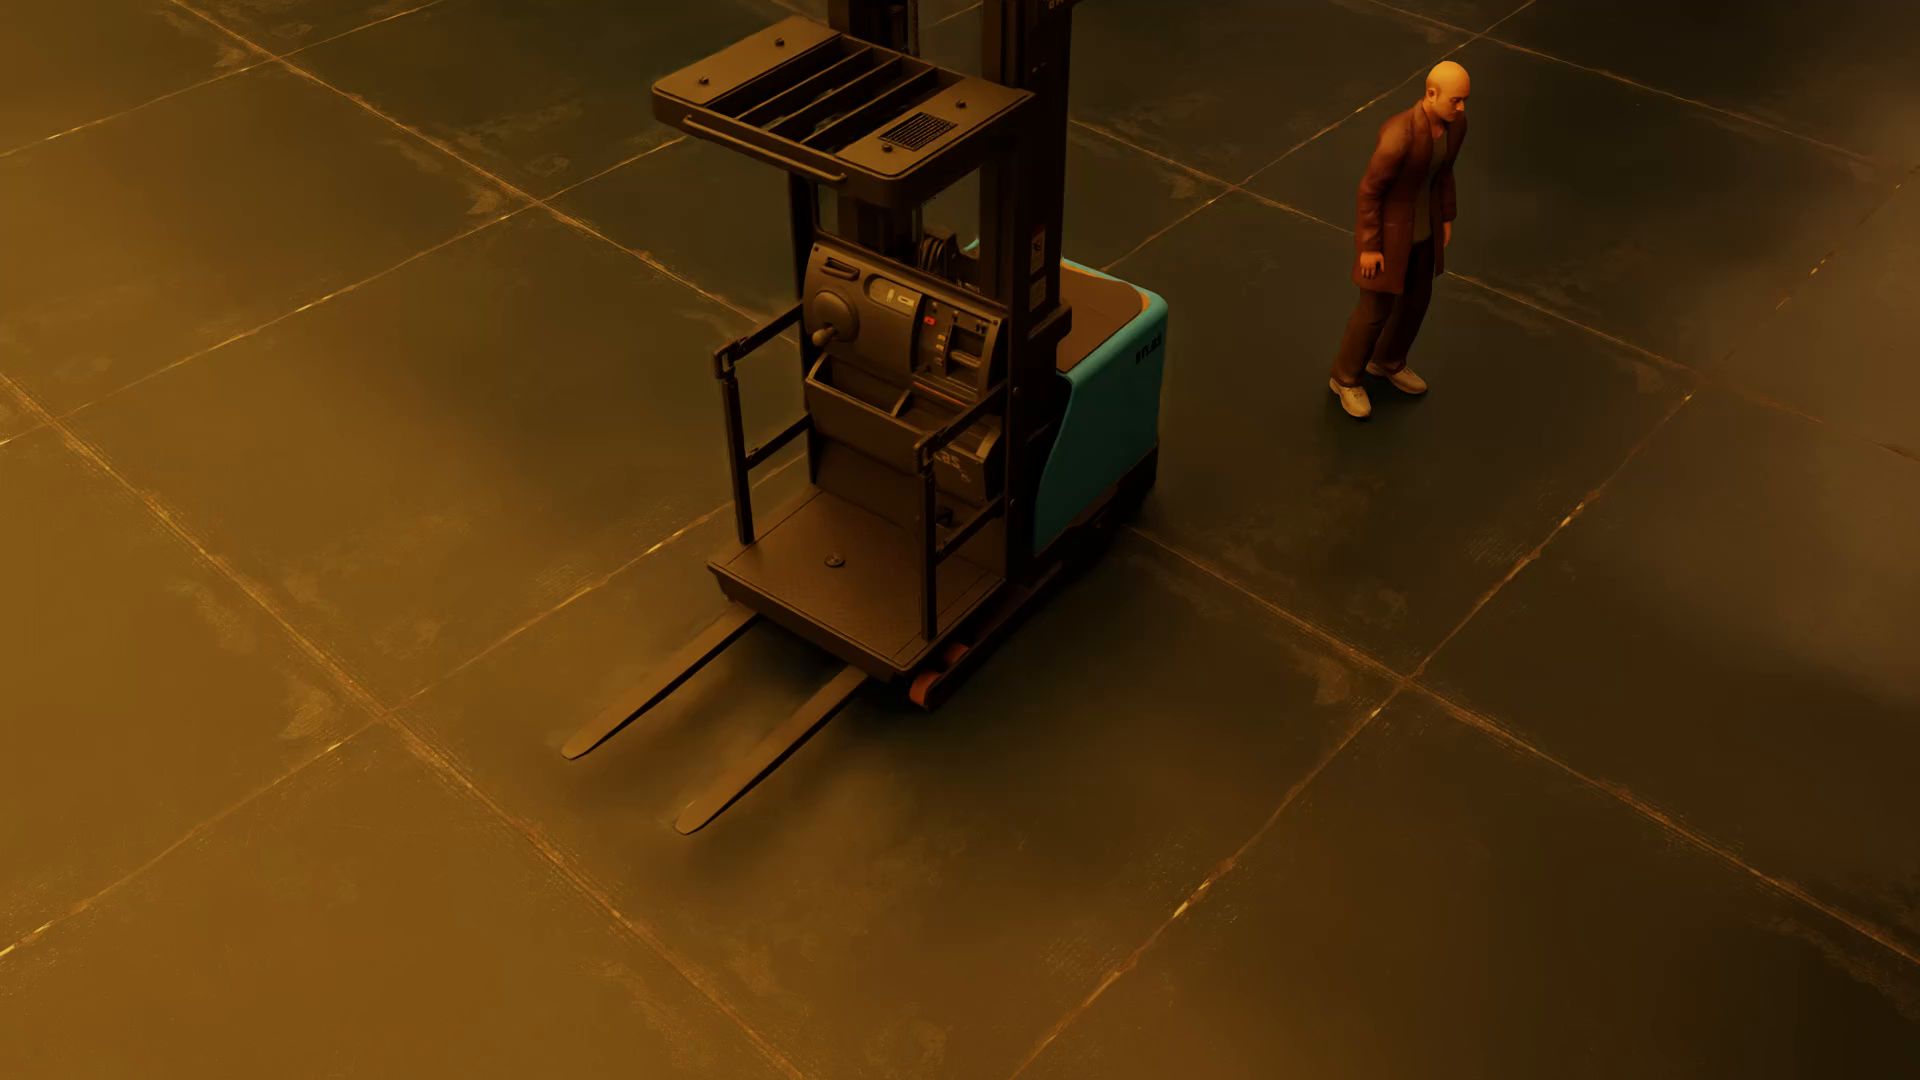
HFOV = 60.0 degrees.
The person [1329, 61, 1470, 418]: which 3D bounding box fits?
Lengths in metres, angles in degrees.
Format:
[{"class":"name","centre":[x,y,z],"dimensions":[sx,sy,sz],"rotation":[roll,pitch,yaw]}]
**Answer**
[{"class":"person","centre":[2.158,-1.472,8.033],"dimensions":[0.647,1.772,0.417],"rotation":[-24,46,-25]}]

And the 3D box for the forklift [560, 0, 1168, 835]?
[{"class":"forklift","centre":[-0.360,-0.781,6.339],"dimensions":[1.130,2.935,3.031],"rotation":[26,47,27]}]
